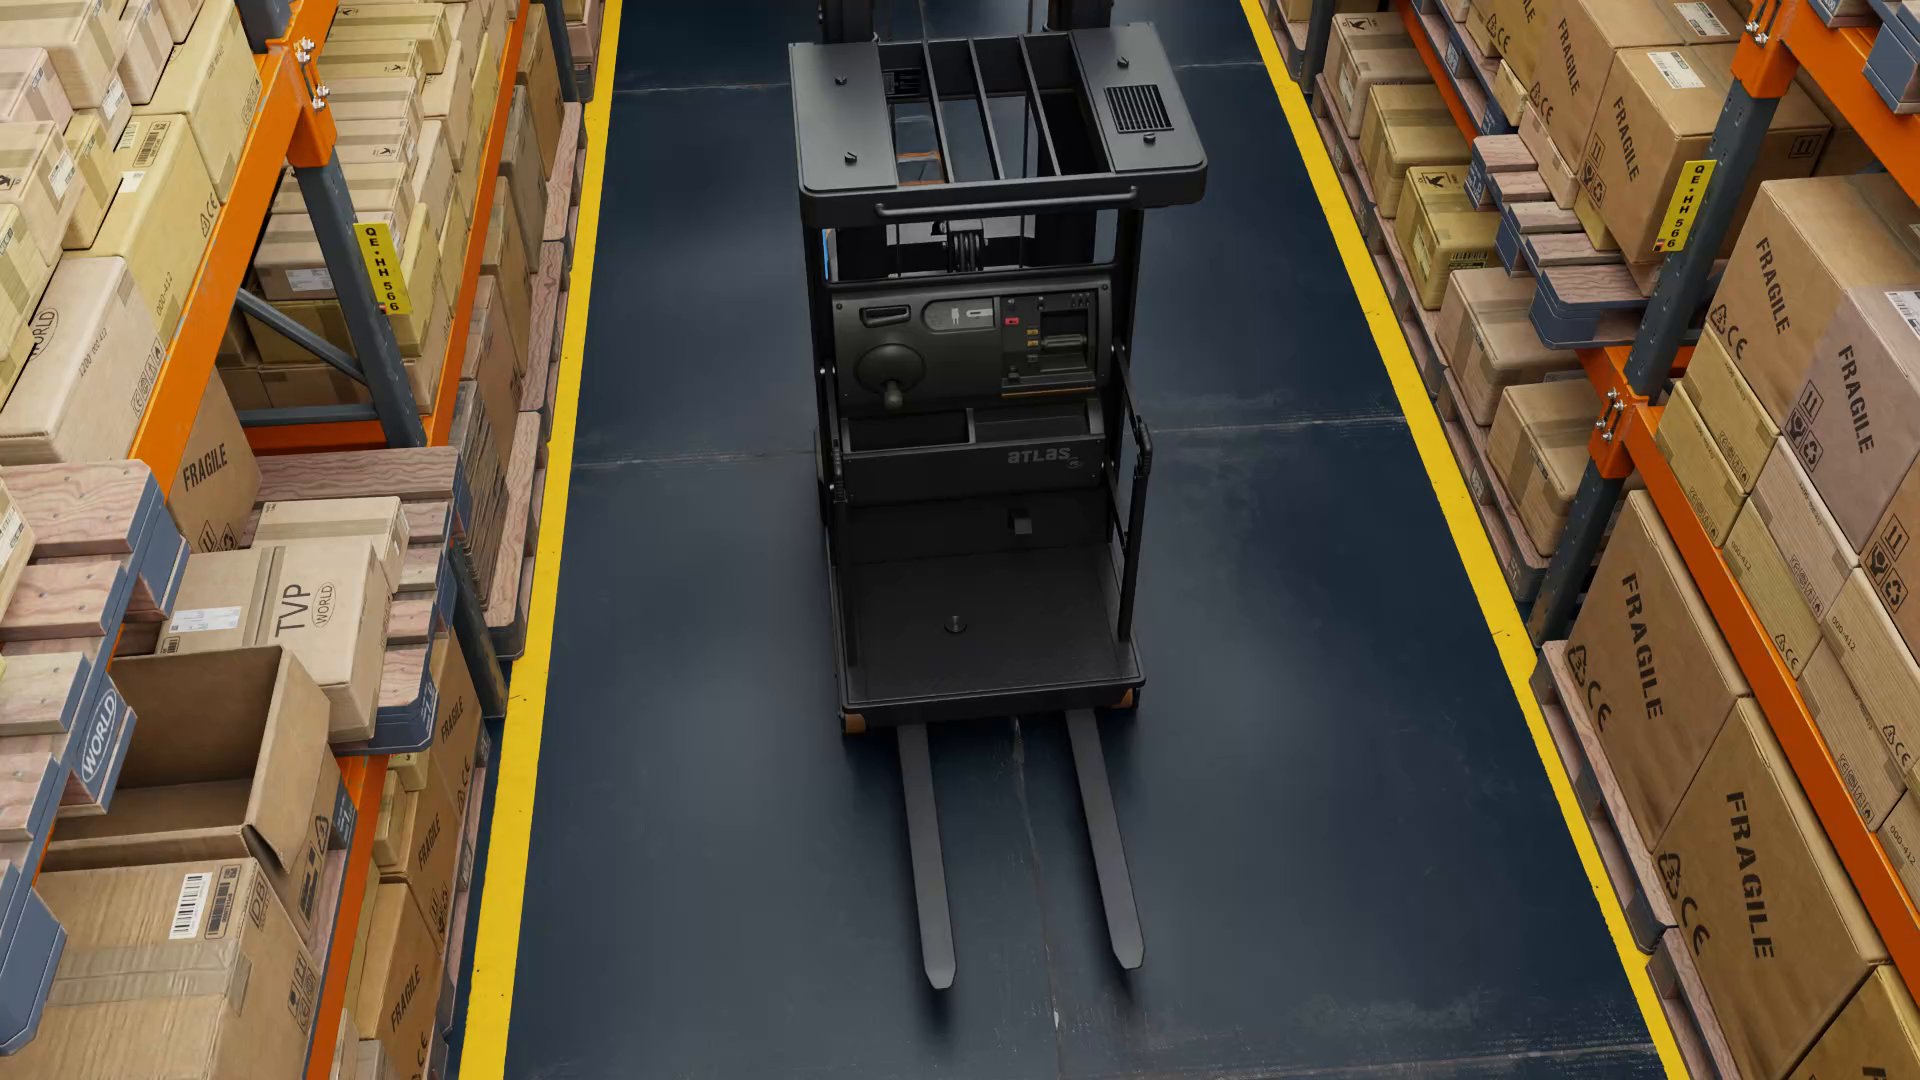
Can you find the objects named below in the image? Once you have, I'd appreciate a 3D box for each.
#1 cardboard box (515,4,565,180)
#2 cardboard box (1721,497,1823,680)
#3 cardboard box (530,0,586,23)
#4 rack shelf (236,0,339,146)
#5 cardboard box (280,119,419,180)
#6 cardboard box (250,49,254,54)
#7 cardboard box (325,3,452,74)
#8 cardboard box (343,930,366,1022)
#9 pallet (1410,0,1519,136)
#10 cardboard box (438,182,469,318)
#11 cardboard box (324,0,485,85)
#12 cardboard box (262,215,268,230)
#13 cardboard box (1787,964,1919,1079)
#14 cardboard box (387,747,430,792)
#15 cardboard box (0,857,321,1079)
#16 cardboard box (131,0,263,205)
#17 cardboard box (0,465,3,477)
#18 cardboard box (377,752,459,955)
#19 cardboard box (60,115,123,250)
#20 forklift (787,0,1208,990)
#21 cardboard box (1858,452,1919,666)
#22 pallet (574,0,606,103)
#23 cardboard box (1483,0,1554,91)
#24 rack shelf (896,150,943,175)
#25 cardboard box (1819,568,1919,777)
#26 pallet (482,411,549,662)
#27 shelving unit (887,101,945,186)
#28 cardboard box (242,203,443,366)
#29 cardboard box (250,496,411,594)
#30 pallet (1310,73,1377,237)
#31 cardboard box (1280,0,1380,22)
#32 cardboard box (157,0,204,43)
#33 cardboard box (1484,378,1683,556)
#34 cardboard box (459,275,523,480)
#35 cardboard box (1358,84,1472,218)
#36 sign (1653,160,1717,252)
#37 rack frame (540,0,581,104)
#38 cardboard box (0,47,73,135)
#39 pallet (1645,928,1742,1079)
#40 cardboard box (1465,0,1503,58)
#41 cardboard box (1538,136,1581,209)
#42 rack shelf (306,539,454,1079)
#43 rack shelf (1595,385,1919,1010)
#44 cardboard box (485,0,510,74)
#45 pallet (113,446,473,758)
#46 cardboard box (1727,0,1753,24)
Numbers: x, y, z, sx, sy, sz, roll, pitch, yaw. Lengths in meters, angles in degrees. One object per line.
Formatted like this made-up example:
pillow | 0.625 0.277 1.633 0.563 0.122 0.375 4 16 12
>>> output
cardboard box | -2.492 -2.218 8.267 0.875 0.625 0.625 -2 47 -2
cardboard box | 2.585 0.114 4.815 0.500 0.250 0.500 -5 47 -4
cardboard box | -2.280 -3.006 8.928 0.500 0.250 0.500 -4 47 -3
rack shelf | -2.379 -2.604 5.716 1.077 0.370 4.000 -3 47 -3
cardboard box | -2.016 -1.256 5.494 0.380 0.149 0.250 -2 47 -2
cardboard box | -2.569 -1.594 5.814 0.380 0.149 0.250 -4 47 -4
cardboard box | -2.063 -1.812 6.021 0.380 0.149 0.250 -3 47 -2
cardboard box | -1.888 1.225 4.646 0.380 0.149 0.250 -4 47 -4
pallet | 2.528 -2.041 6.885 1.003 0.211 1.213 -3 47 -3
cardboard box | -2.043 -1.021 5.891 0.500 0.250 0.500 -4 47 -4
cardboard box | -2.140 -1.939 6.416 0.500 0.250 0.500 -3 47 -3
cardboard box | -2.571 -1.171 5.688 0.500 0.250 0.500 -3 47 -3
cardboard box | 2.854 1.707 4.378 0.875 0.875 0.875 -2 47 -2
cardboard box | -1.864 0.657 5.184 0.380 0.149 0.250 -6 47 -5
cardboard box | -1.804 1.037 3.481 0.700 0.500 0.500 -4 47 -3
cardboard box | -1.927 -0.996 3.801 0.500 0.250 0.500 -5 47 -5
cardboard box | -1.652 -0.058 2.420 0.380 0.149 0.250 -3 47 -3
cardboard box | -1.931 0.998 5.308 0.500 0.500 0.500 -4 47 -4
cardboard box | -1.879 -0.690 3.237 0.380 0.149 0.250 -3 47 -3
forklift | 0.072 -0.559 5.397 1.130 2.935 3.031 -5 47 -5
cardboard box | 2.611 0.050 4.016 0.500 0.500 0.500 -2 47 -2
pallet | -2.571 -2.886 9.474 1.003 0.211 1.213 -3 47 -3
cardboard box | 2.321 -2.008 6.160 0.500 0.500 0.500 -6 47 -6
rack shelf | -0.187 -1.673 7.389 0.258 0.103 0.180 -5 9 -5
cardboard box | 2.602 0.320 4.277 0.500 0.250 0.500 -4 47 -3
pallet | -2.242 -0.012 6.752 1.003 0.211 1.213 -3 47 -3
shelving unit | -0.163 -1.362 7.440 0.258 1.200 0.189 -5 9 -5
cardboard box | -1.981 -0.830 5.366 0.500 0.250 0.500 -4 47 -3
cardboard box | -1.774 0.021 4.684 0.380 0.149 0.250 -3 47 -3
pallet | 2.466 -2.049 8.682 1.003 0.211 1.213 -3 47 -3
cardboard box | 2.082 -3.181 9.438 0.500 0.250 0.500 -2 47 -1
cardboard box | -1.942 -1.248 3.765 0.380 0.149 0.250 -3 47 -2
cardboard box | 2.697 -0.327 6.651 0.950 0.372 0.625 -6 47 -6
cardboard box | -2.313 -0.625 6.759 0.875 0.625 0.625 -2 47 -2
cardboard box | 2.509 -1.912 8.152 0.950 0.372 0.625 -1 47 -1
sign | 2.194 -1.008 5.032 0.100 0.325 0.005 -3 47 -3
rack frame | -2.547 -3.267 7.914 1.000 3.000 0.127 -3 47 -3
cardboard box | -1.920 -0.788 3.125 0.380 0.149 0.250 -4 47 -4
pallet | 2.824 1.738 5.095 1.003 0.211 1.213 -3 47 -3
cardboard box | 2.264 -2.074 6.669 0.380 0.149 0.250 -5 47 -5
cardboard box | 2.312 -1.327 5.961 0.380 0.149 0.250 -4 47 -4
rack shelf | -2.044 1.322 4.064 1.077 0.370 4.000 -3 47 -3
rack shelf | 2.902 1.018 4.352 1.077 0.370 4.000 -3 47 -3
cardboard box | -2.185 -2.142 6.952 0.500 0.250 0.500 -3 47 -3
pallet | -2.085 0.180 4.783 1.213 0.211 1.003 -3 47 -3
cardboard box | 2.876 -1.674 5.843 0.500 0.500 0.500 -1 47 -1
